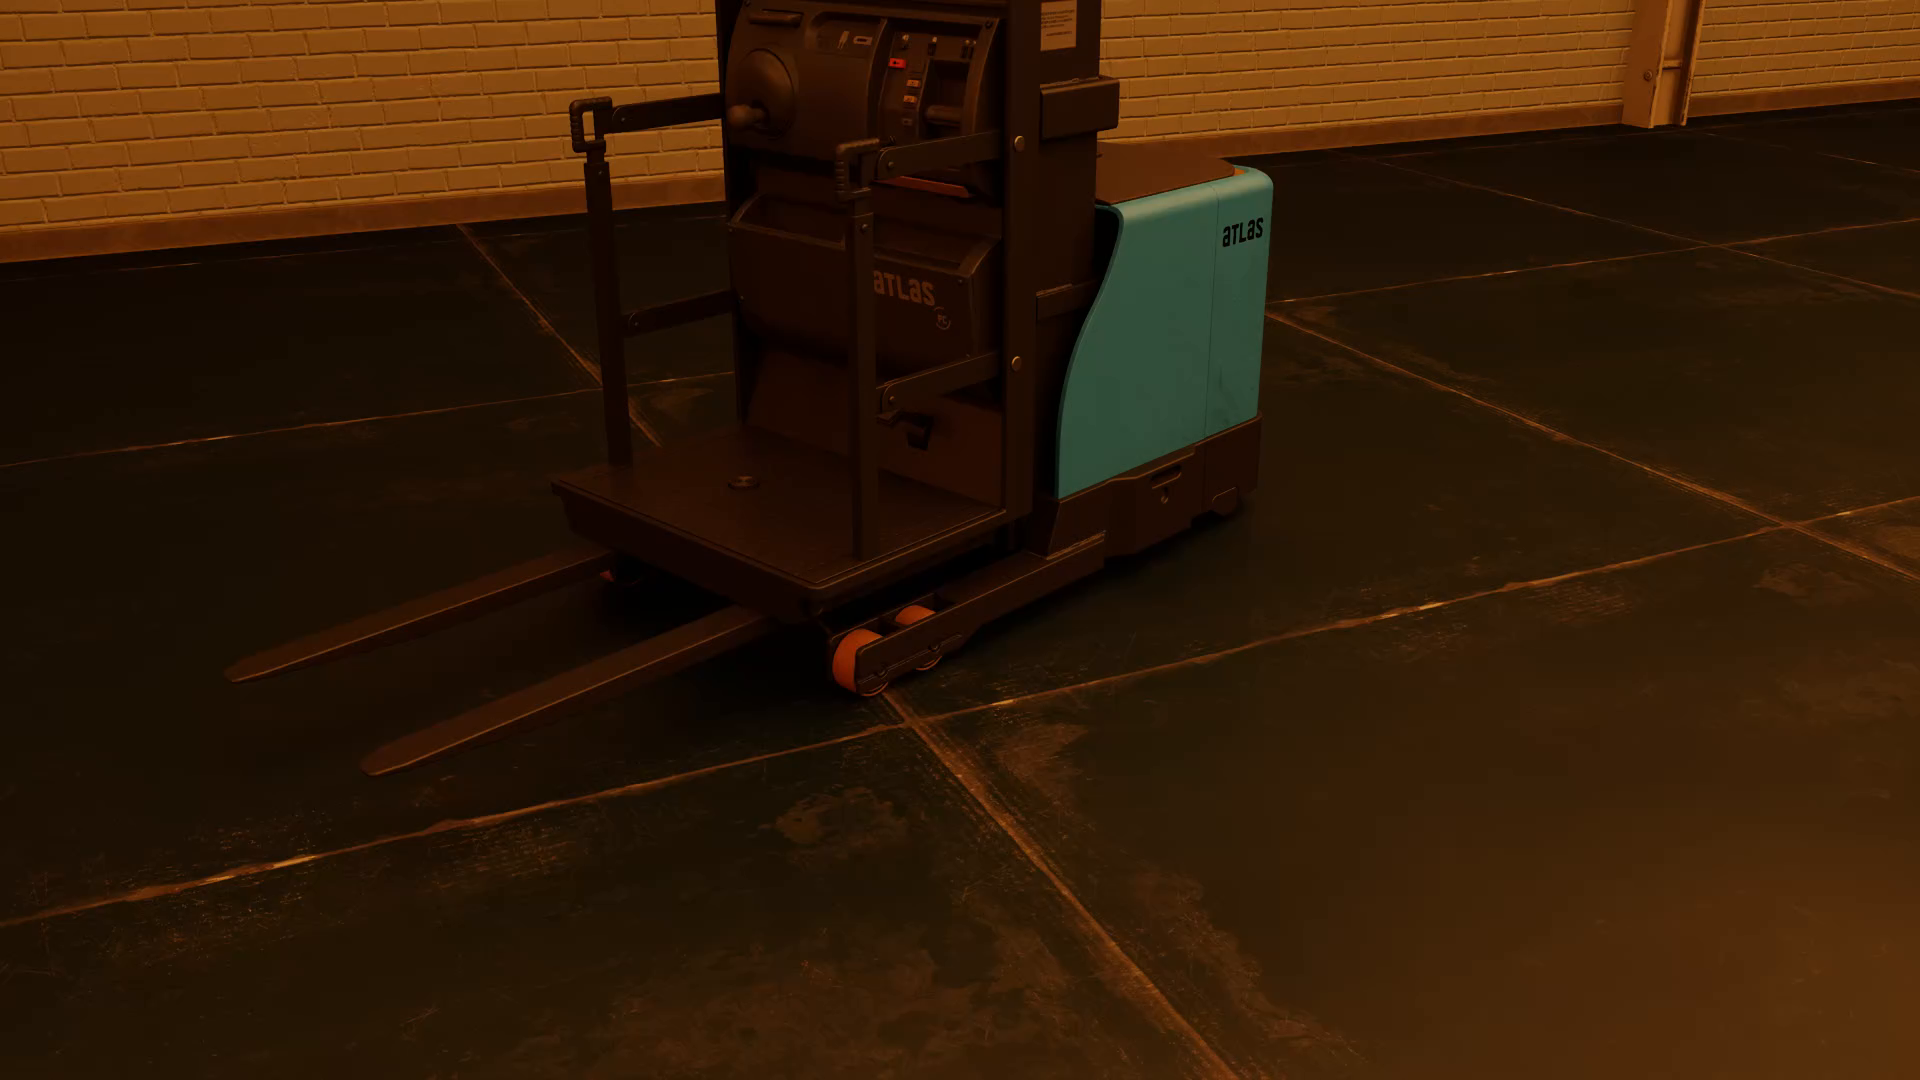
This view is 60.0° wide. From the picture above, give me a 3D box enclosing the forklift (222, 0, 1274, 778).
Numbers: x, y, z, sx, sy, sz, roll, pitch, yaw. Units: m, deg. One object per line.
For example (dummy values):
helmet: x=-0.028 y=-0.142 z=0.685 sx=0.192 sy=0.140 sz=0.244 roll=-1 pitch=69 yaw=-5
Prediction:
forklift: x=-0.413 y=-1.182 z=4.131 sx=1.130 sy=2.935 sz=3.031 roll=19 pitch=29 yaw=39
